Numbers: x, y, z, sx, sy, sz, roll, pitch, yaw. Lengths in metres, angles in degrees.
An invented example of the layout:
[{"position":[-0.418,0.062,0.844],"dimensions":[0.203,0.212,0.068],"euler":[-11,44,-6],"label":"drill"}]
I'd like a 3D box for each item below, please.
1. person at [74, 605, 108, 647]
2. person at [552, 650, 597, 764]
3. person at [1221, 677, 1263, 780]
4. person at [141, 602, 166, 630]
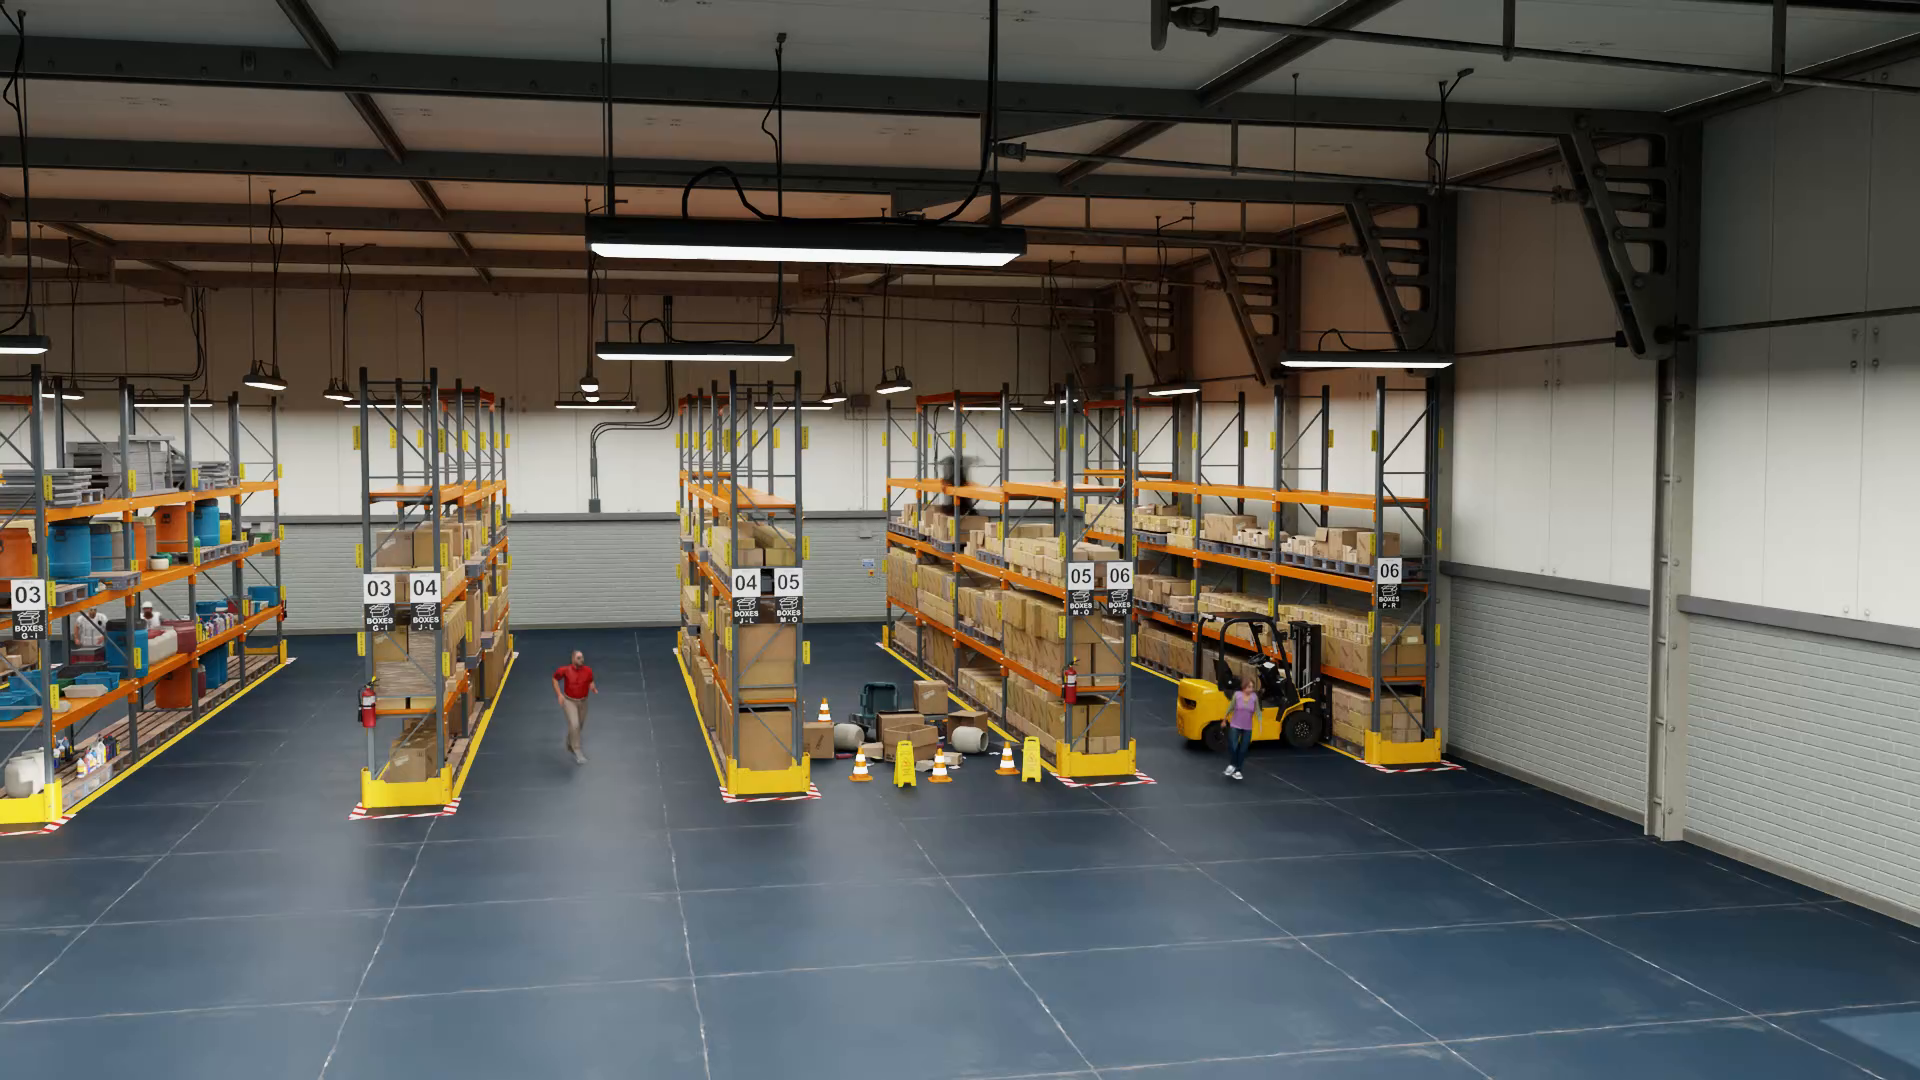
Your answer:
[{"position":[-17.914,2.118,34.346],"dimensions":[0.665,1.704,0.669],"euler":[-2,4,-26],"label":"person"},{"position":[-6.069,2.586,26.148],"dimensions":[0.620,1.728,0.971],"euler":[-3,4,-41],"label":"person"},{"position":[4.162,2.774,24.457],"dimensions":[0.543,1.549,0.603],"euler":[0,3,-5],"label":"person"},{"position":[-16.852,2.104,34.654],"dimensions":[0.718,1.674,0.822],"euler":[-2,4,-26],"label":"person"}]
